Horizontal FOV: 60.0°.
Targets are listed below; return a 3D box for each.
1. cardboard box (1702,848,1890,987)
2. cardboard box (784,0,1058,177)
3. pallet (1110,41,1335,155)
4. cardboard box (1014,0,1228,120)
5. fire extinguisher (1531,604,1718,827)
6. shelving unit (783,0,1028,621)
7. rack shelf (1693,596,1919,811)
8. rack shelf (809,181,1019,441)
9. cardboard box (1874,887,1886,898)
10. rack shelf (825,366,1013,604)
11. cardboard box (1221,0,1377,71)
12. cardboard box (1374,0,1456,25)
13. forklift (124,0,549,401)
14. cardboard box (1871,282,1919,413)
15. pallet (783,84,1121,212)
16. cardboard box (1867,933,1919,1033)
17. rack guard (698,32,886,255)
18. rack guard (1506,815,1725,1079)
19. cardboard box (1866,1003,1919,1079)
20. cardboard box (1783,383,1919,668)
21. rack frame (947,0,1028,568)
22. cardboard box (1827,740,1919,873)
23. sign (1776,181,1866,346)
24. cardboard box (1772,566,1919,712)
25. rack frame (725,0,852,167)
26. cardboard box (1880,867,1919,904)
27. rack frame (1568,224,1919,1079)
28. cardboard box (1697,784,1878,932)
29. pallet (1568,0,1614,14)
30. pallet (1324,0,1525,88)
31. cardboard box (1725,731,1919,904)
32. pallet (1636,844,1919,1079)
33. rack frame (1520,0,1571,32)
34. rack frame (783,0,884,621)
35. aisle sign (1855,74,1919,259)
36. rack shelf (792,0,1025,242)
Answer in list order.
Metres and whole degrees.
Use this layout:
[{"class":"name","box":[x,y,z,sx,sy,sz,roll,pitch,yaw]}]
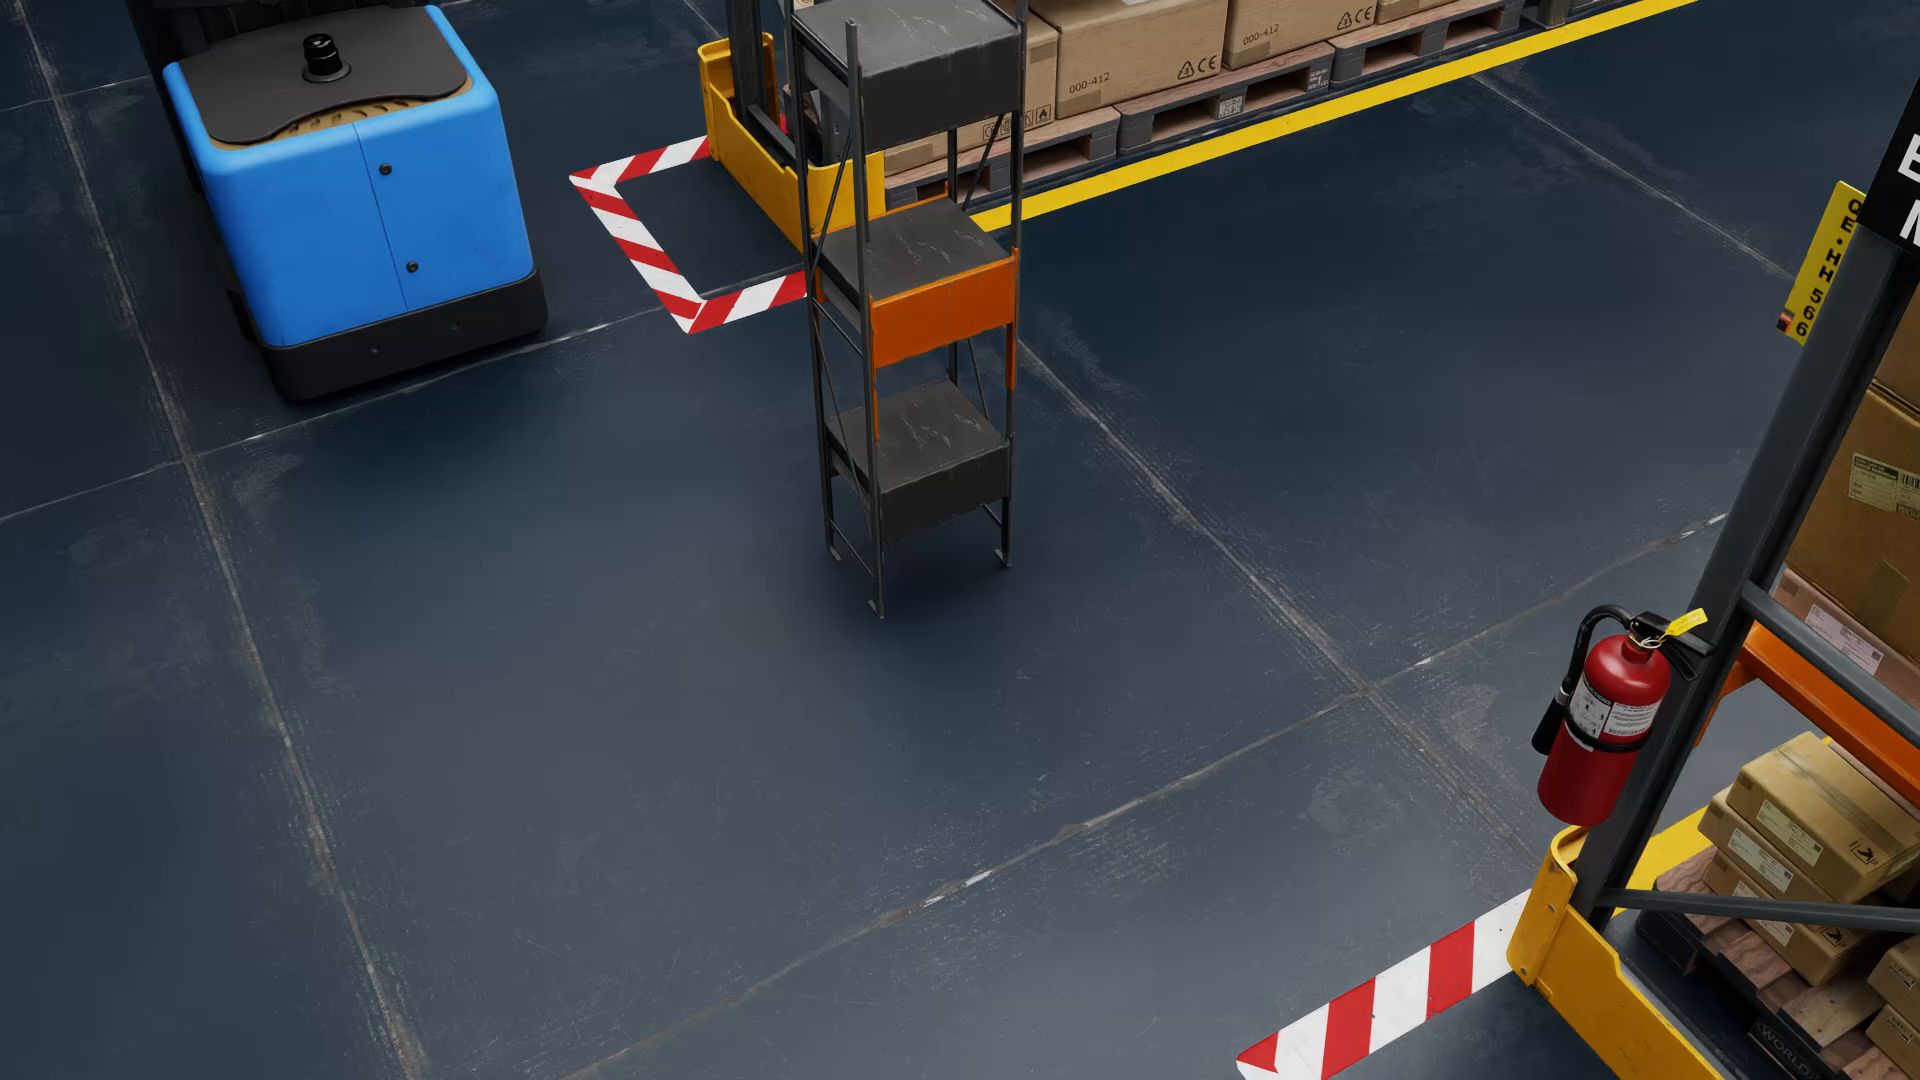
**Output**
[{"class":"cardboard box","box":[2.204,0.940,4.373,0.250,0.149,0.380,-21,48,-20]},{"class":"cardboard box","box":[-0.180,-2.098,7.296,0.875,0.438,0.875,-23,49,-22]},{"class":"pallet","box":[1.008,-2.322,7.991,1.213,0.211,1.003,-22,48,-21]},{"class":"cardboard box","box":[0.609,-2.421,7.629,0.875,0.438,0.875,-21,48,-20]},{"class":"fire extinguisher","box":[1.403,0.347,3.562,0.183,0.674,0.296,-22,48,-21]},{"class":"shelving unit","box":[-0.144,-0.696,4.960,0.503,2.100,0.431,-22,48,-21]},{"class":"rack shelf","box":[3.585,-0.059,4.174,4.000,0.370,1.077,-22,48,-21]},{"class":"rack shelf","box":[-0.144,-0.686,4.969,0.480,0.518,0.431,-22,48,-21]},{"class":"cardboard box","box":[2.376,0.790,4.528,0.250,0.149,0.380,-20,48,-20]},{"class":"rack shelf","box":[-0.144,-0.184,5.457,0.480,0.518,0.431,-22,48,-21]},{"class":"cardboard box","box":[1.392,-2.732,7.950,0.875,0.438,0.875,-23,49,-22]},{"class":"cardboard box","box":[2.168,-3.043,8.270,0.875,0.438,0.875,-22,48,-21]},{"class":"forklift","box":[-2.766,-2.592,6.316,1.130,2.935,3.031,-21,48,-20]},{"class":"cardboard box","box":[2.124,-0.434,3.040,0.500,0.500,0.500,-23,49,-22]},{"class":"pallet","box":[-0.048,-1.901,7.558,1.213,0.211,1.003,-22,48,-21]},{"class":"cardboard box","box":[2.433,1.116,3.979,0.250,0.149,0.380,-20,48,-19]},{"class":"rack guard","box":[-0.723,-1.672,7.114,0.348,0.500,1.175,-22,48,-21]},{"class":"rack guard","box":[1.917,1.247,4.106,0.348,0.500,1.175,-22,48,-21]},{"class":"cardboard box","box":[2.465,1.261,4.043,0.250,0.149,0.380,-21,48,-20]},{"class":"cardboard box","box":[2.113,-0.077,3.390,0.500,0.500,0.500,-21,48,-20]},{"class":"rack frame","box":[0.068,-0.781,5.047,0.015,2.100,0.400,-22,48,-21]},{"class":"cardboard box","box":[2.430,0.646,4.249,0.250,0.149,0.380,-21,48,-20]},{"class":"sign","box":[1.592,-0.494,3.047,0.005,0.325,0.100,-22,48,-21]},{"class":"cardboard box","box":[1.993,0.183,3.588,0.250,0.149,0.380,-22,48,-21]},{"class":"rack frame","box":[-0.703,-2.577,6.252,0.127,3.000,1.000,-22,48,-21]},{"class":"cardboard box","box":[2.420,0.729,4.377,0.250,0.149,0.380,-23,49,-22]},{"class":"rack frame","box":[1.851,0.377,3.208,0.127,3.000,1.000,-22,48,-21]},{"class":"cardboard box","box":[2.167,0.787,4.317,0.250,0.149,0.380,-23,49,-22]},{"class":"pallet","box":[3.397,-3.278,8.976,1.213,0.211,1.003,-22,48,-21]},{"class":"pallet","box":[2.067,-2.748,8.430,1.213,0.211,1.003,-22,48,-21]},{"class":"cardboard box","box":[2.184,0.699,4.194,0.250,0.149,0.380,-21,48,-20]},{"class":"pallet","box":[2.639,1.090,4.475,1.213,0.211,1.003,-22,48,-21]},{"class":"rack frame","box":[2.766,-3.965,7.682,0.127,3.000,1.000,-22,48,-21]},{"class":"rack frame","box":[-0.355,-0.611,4.872,0.015,2.100,0.400,-22,48,-21]},{"class":"aisle sign","box":[1.638,-0.712,2.463,0.004,0.787,0.394,-22,48,-21]},{"class":"rack shelf","box":[-0.144,-1.189,4.482,0.480,0.518,0.431,-22,48,-21]}]
